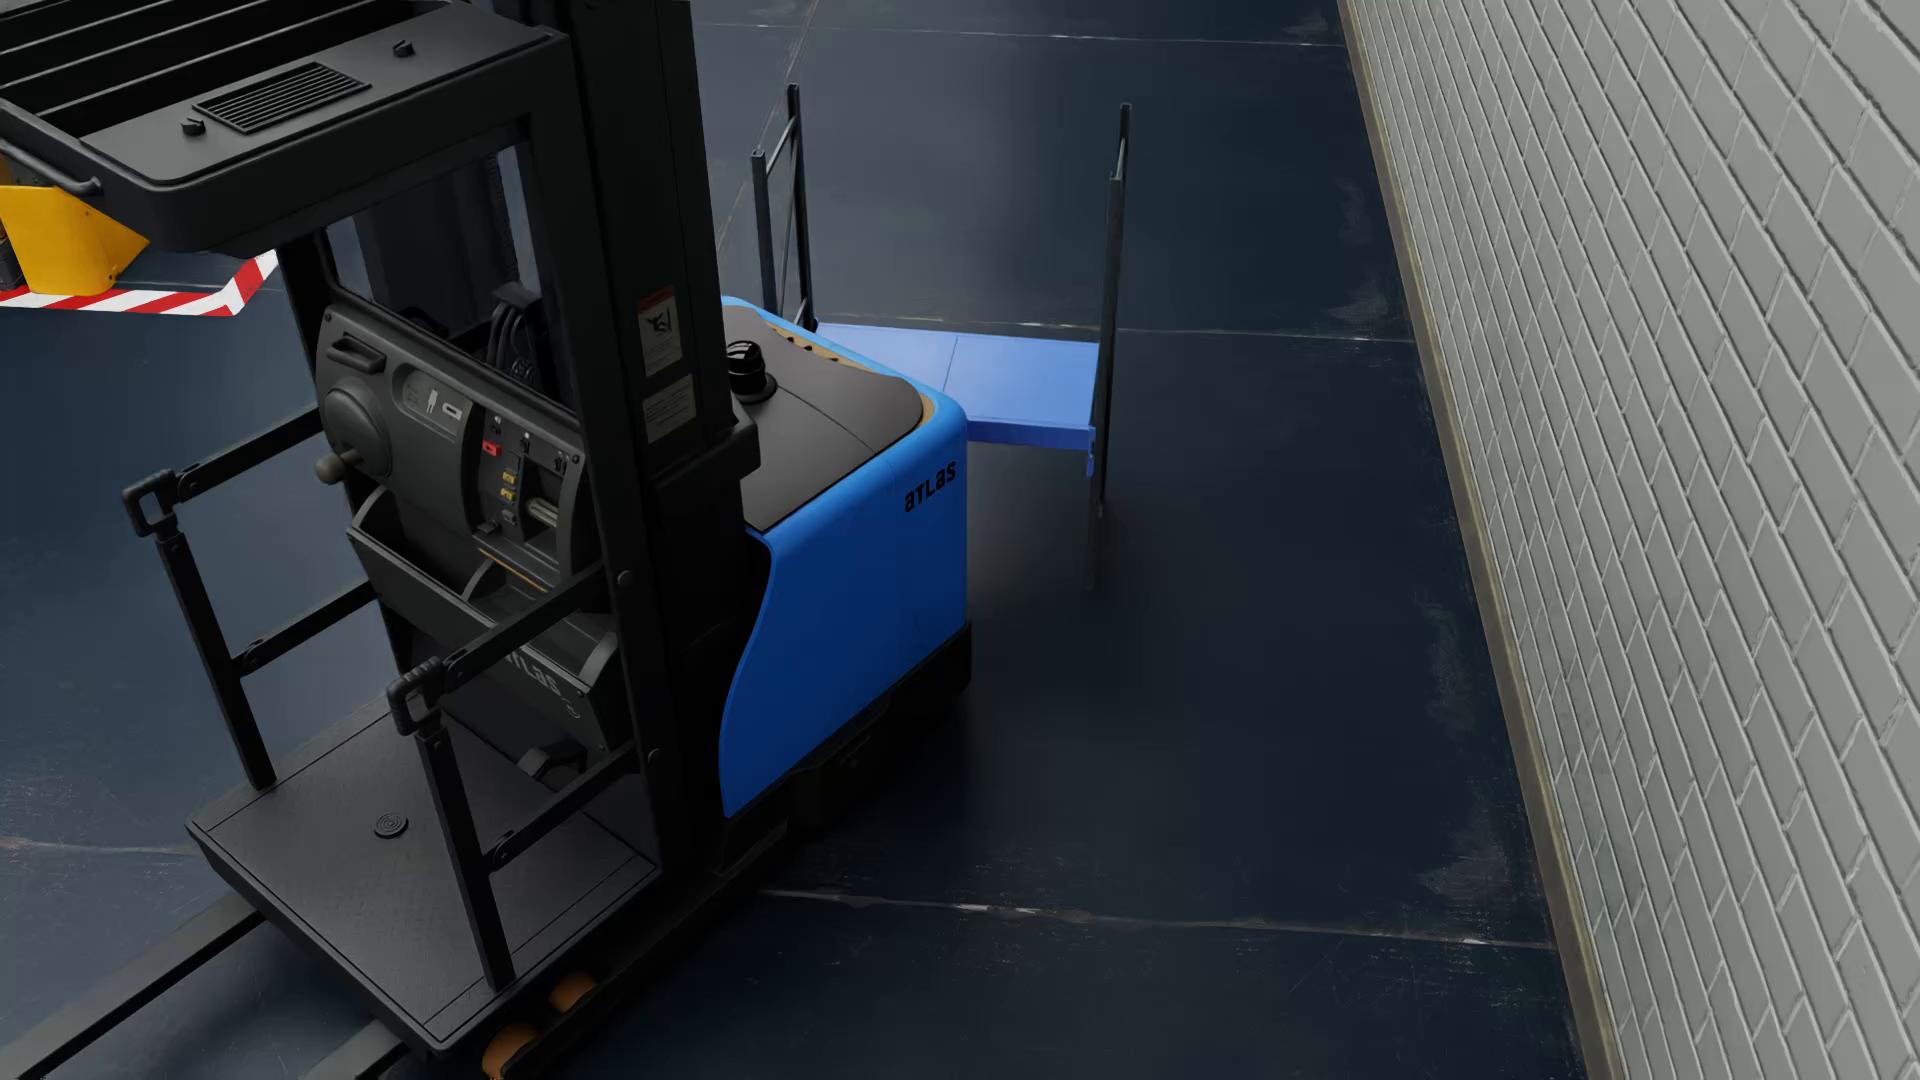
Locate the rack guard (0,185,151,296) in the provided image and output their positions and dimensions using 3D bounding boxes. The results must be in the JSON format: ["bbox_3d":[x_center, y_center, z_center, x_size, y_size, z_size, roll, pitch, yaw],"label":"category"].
[{"bbox_3d":[-3.737,-1.595,7.313,0.348,0.500,1.175,3,39,4],"label":"rack guard"}]

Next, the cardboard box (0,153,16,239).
[{"bbox_3d":[-4.406,-1.889,7.045,0.875,0.875,0.875,3,39,4],"label":"cardboard box"}]

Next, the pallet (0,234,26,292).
[{"bbox_3d":[-4.565,-1.478,7.399,1.213,0.211,1.003,3,39,4],"label":"pallet"}]

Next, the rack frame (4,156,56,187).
[{"bbox_3d":[-3.761,-2.566,6.526,0.127,3.000,1.000,3,39,4],"label":"rack frame"}]

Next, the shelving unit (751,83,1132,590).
[{"bbox_3d":[-0.039,-0.616,5.319,1.048,1.500,0.538,5,39,6],"label":"shelving unit"}]

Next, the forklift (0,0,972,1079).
[{"bbox_3d":[-1.289,-0.148,3.610,1.130,2.935,3.031,27,47,30],"label":"forklift"}]

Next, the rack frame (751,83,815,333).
[{"bbox_3d":[-0.543,-0.661,5.374,0.032,1.500,0.500,5,39,6],"label":"rack frame"}]

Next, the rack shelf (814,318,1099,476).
[{"bbox_3d":[-0.039,-0.477,5.432,1.000,0.185,0.538,5,39,6],"label":"rack shelf"}]

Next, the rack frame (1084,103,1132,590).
[{"bbox_3d":[0.464,-0.571,5.263,0.032,1.500,0.500,5,39,6],"label":"rack frame"}]
